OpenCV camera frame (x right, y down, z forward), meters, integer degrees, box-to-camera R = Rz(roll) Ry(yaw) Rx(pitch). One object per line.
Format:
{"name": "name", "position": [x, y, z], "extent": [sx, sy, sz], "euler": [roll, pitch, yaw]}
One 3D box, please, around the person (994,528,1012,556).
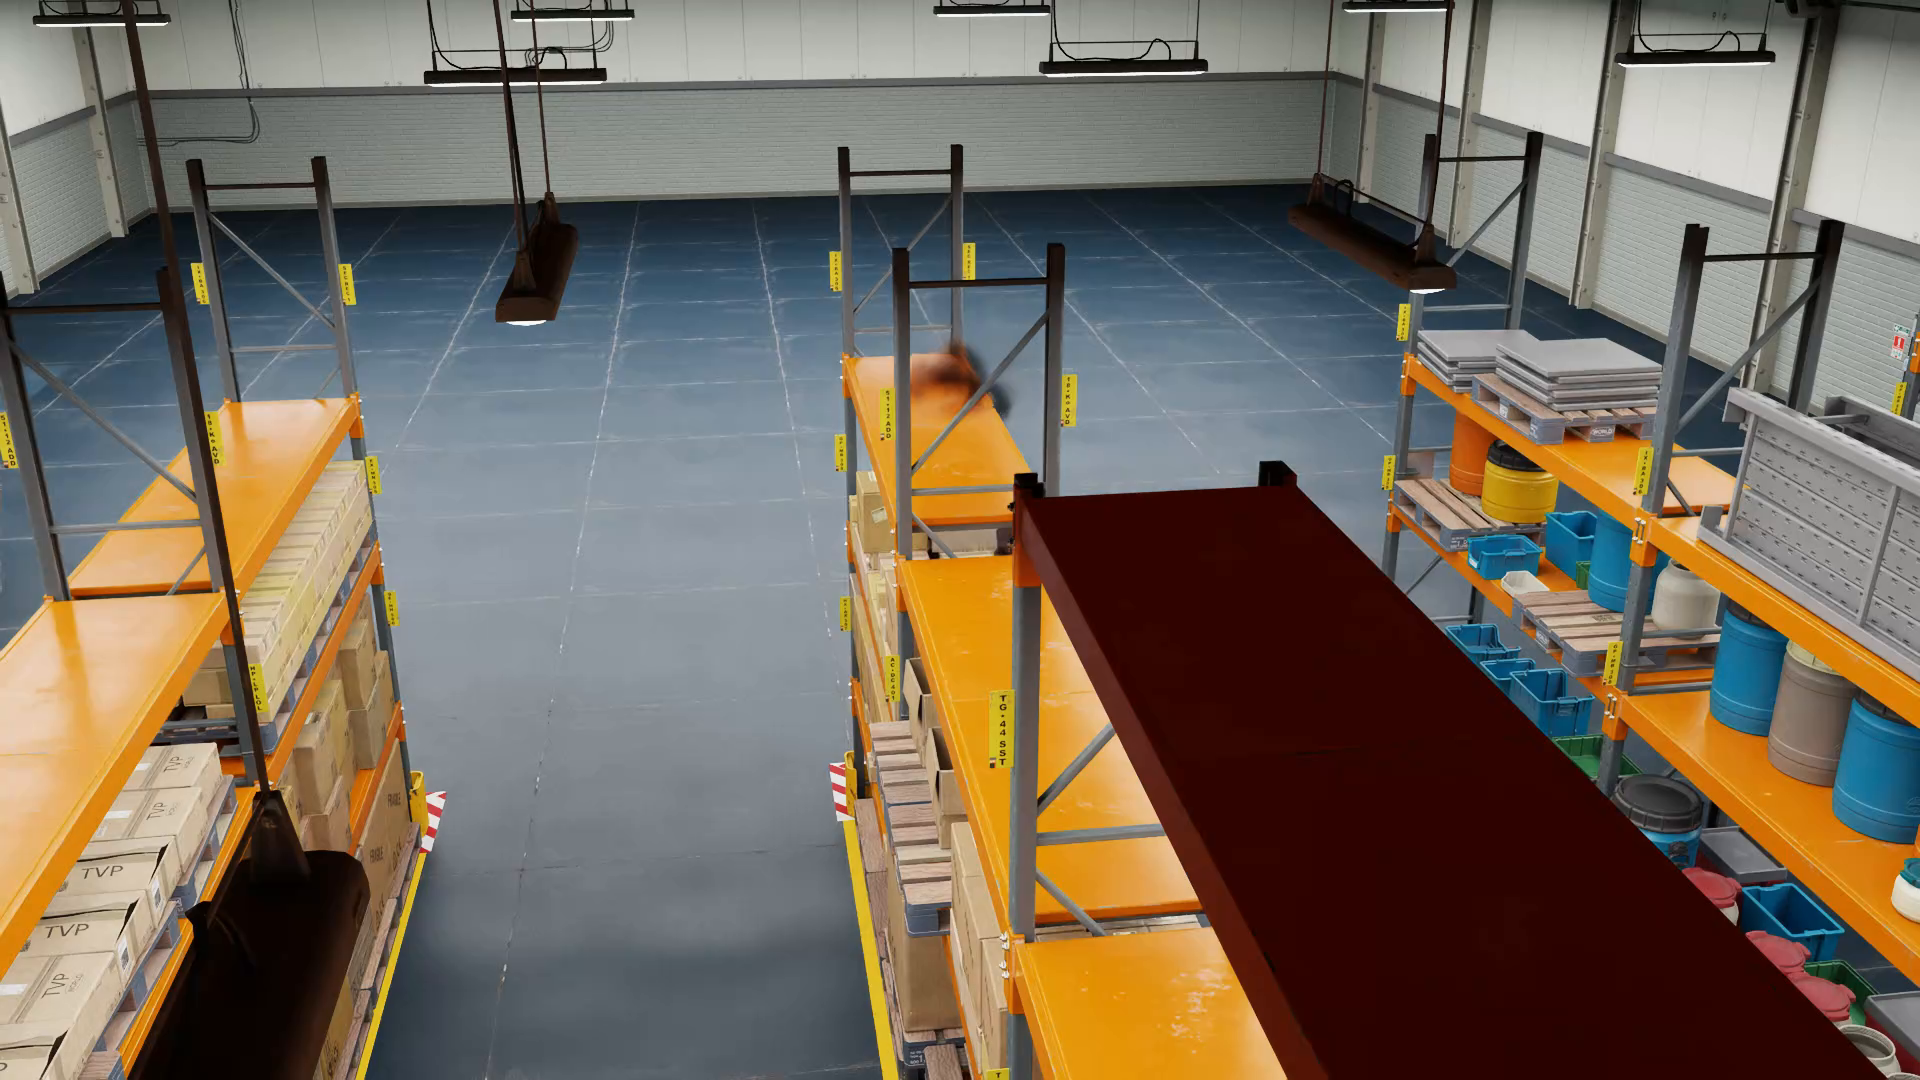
{"name": "person", "position": [0.510, 0.265, 18.680], "extent": [0.820, 1.734, 0.721], "euler": [8, 23, 19]}
